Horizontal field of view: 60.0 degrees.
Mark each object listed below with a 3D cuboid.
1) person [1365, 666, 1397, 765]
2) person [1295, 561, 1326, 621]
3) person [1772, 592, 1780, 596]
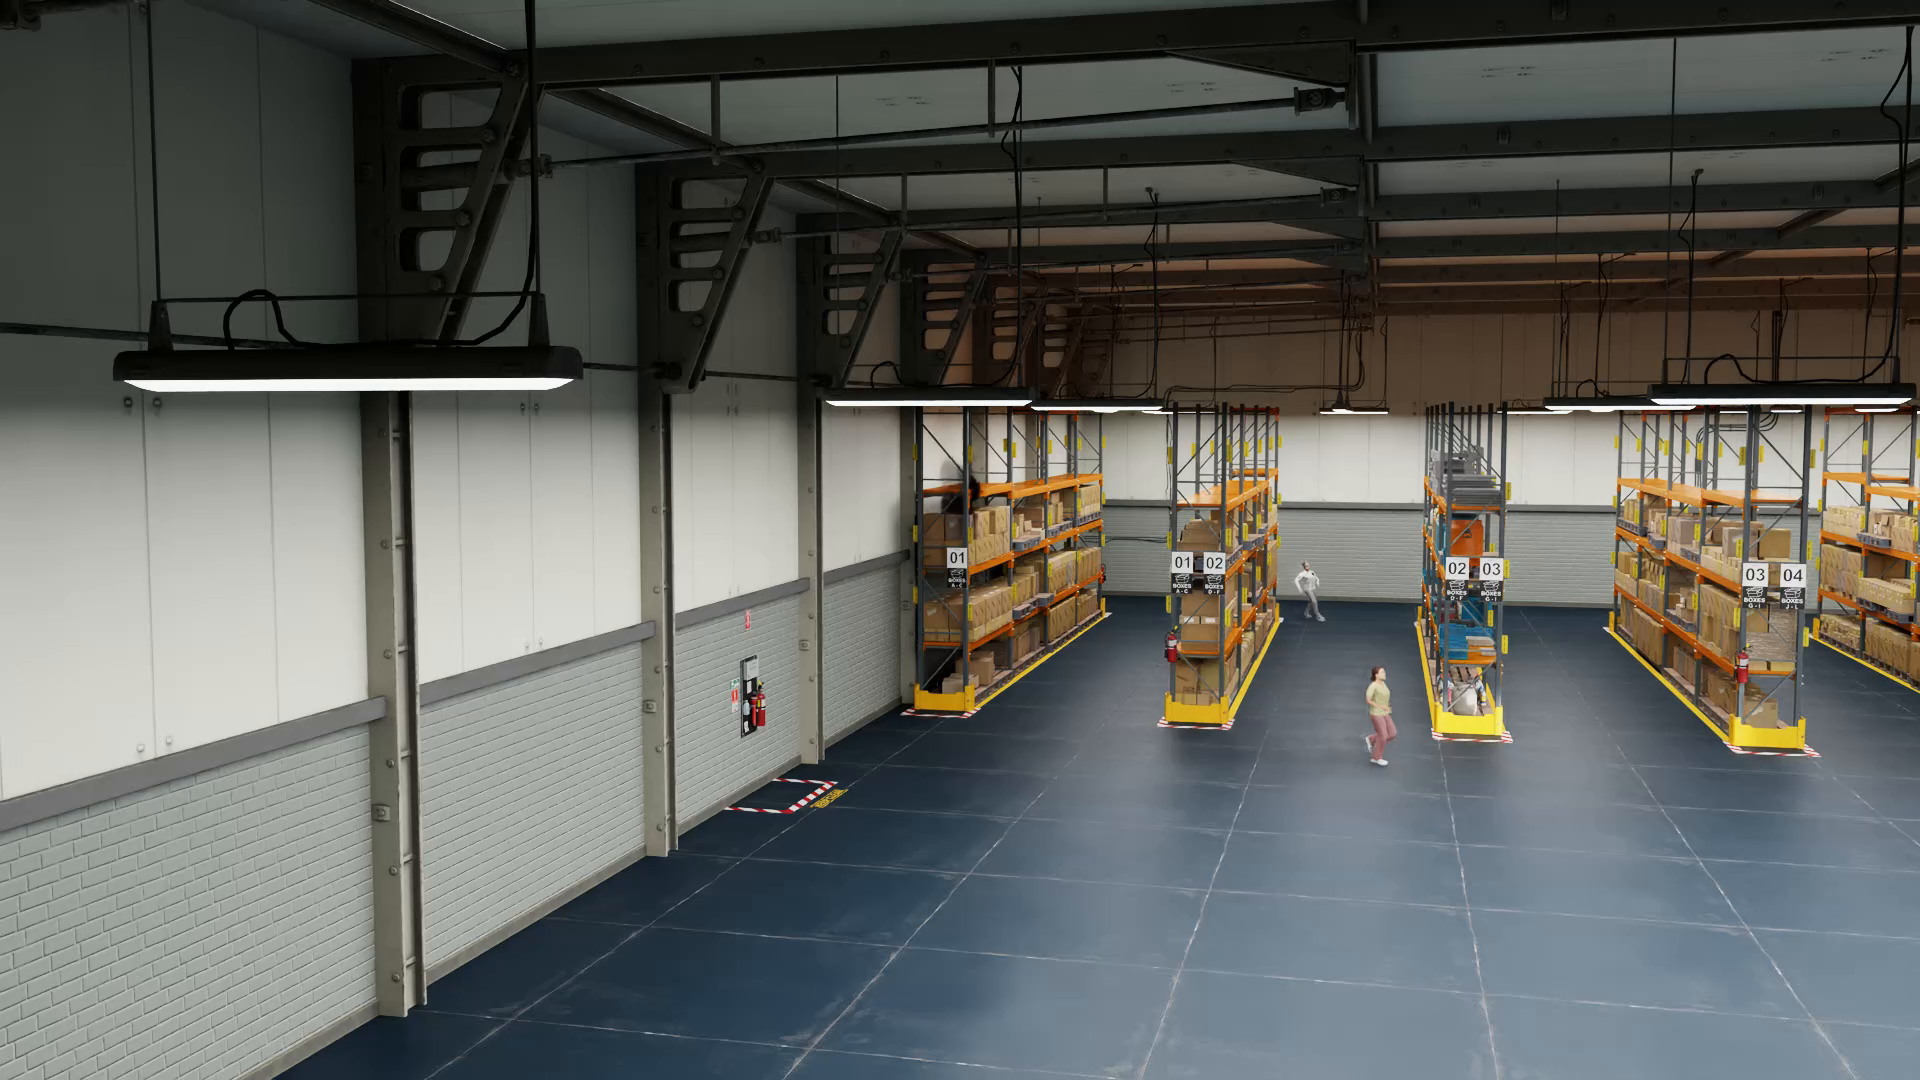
[{"bbox_3d":[6.920,2.888,27.479,0.556,1.629,0.581,4,6,44],"label":"person"},{"bbox_3d":[9.882,1.421,46.752,0.649,1.647,0.895,-3,5,-35],"label":"person"},{"bbox_3d":[20.973,1.711,43.287,0.745,1.675,0.767,-3,5,-37],"label":"person"}]
